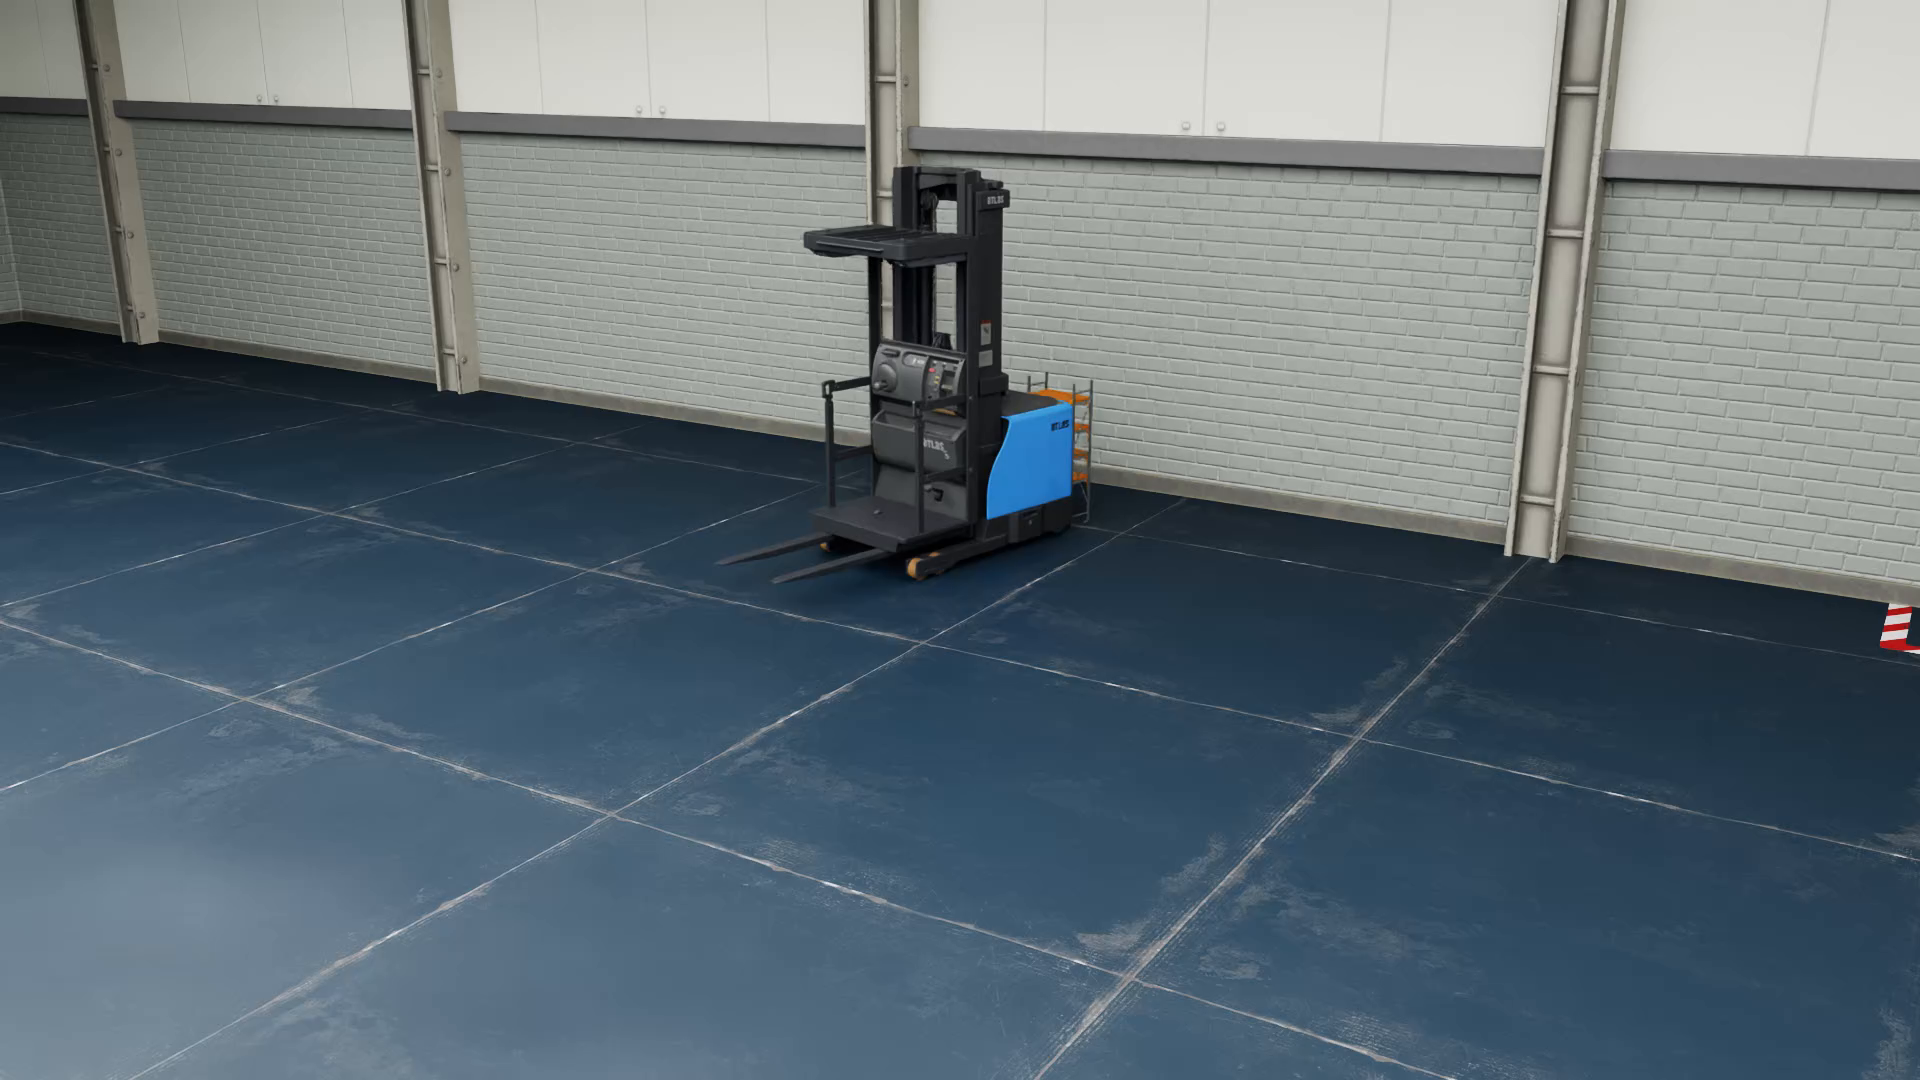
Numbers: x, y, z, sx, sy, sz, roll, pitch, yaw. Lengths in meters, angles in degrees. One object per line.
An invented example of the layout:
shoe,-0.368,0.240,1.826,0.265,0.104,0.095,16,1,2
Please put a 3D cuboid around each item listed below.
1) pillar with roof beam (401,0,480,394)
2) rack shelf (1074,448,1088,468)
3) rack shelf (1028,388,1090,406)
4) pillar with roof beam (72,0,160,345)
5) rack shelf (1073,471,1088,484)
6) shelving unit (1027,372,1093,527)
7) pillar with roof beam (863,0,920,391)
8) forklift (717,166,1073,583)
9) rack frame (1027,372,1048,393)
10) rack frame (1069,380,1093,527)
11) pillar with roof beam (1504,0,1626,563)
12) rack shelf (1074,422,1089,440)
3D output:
pillar with roof beam,-7.980,-4.955,14.212,0.400,9.000,9.100,10,20,30
rack shelf,0.818,-0.691,13.822,0.480,0.148,0.258,16,23,42
rack shelf,0.820,-1.132,13.690,0.480,0.148,0.258,16,23,42
pillar with roof beam,-13.093,-5.868,17.216,0.400,9.000,9.100,10,20,30
rack shelf,0.817,-0.501,13.879,0.480,0.148,0.258,16,23,42
shelving unit,0.818,-0.756,13.802,0.503,1.200,0.258,16,23,42
pillar with roof beam,-2.868,-4.043,11.207,0.400,9.000,9.100,10,20,30
forklift,-0.467,-1.272,12.527,1.130,2.935,3.031,16,23,42
rack frame,0.644,-0.805,13.966,0.015,1.200,0.240,16,23,42
rack frame,0.993,-0.706,13.639,0.015,1.200,0.240,16,23,42
pillar with roof beam,2.245,-3.130,8.203,0.400,9.000,9.100,10,20,30
rack shelf,0.819,-0.906,13.758,0.480,0.148,0.258,16,23,42
